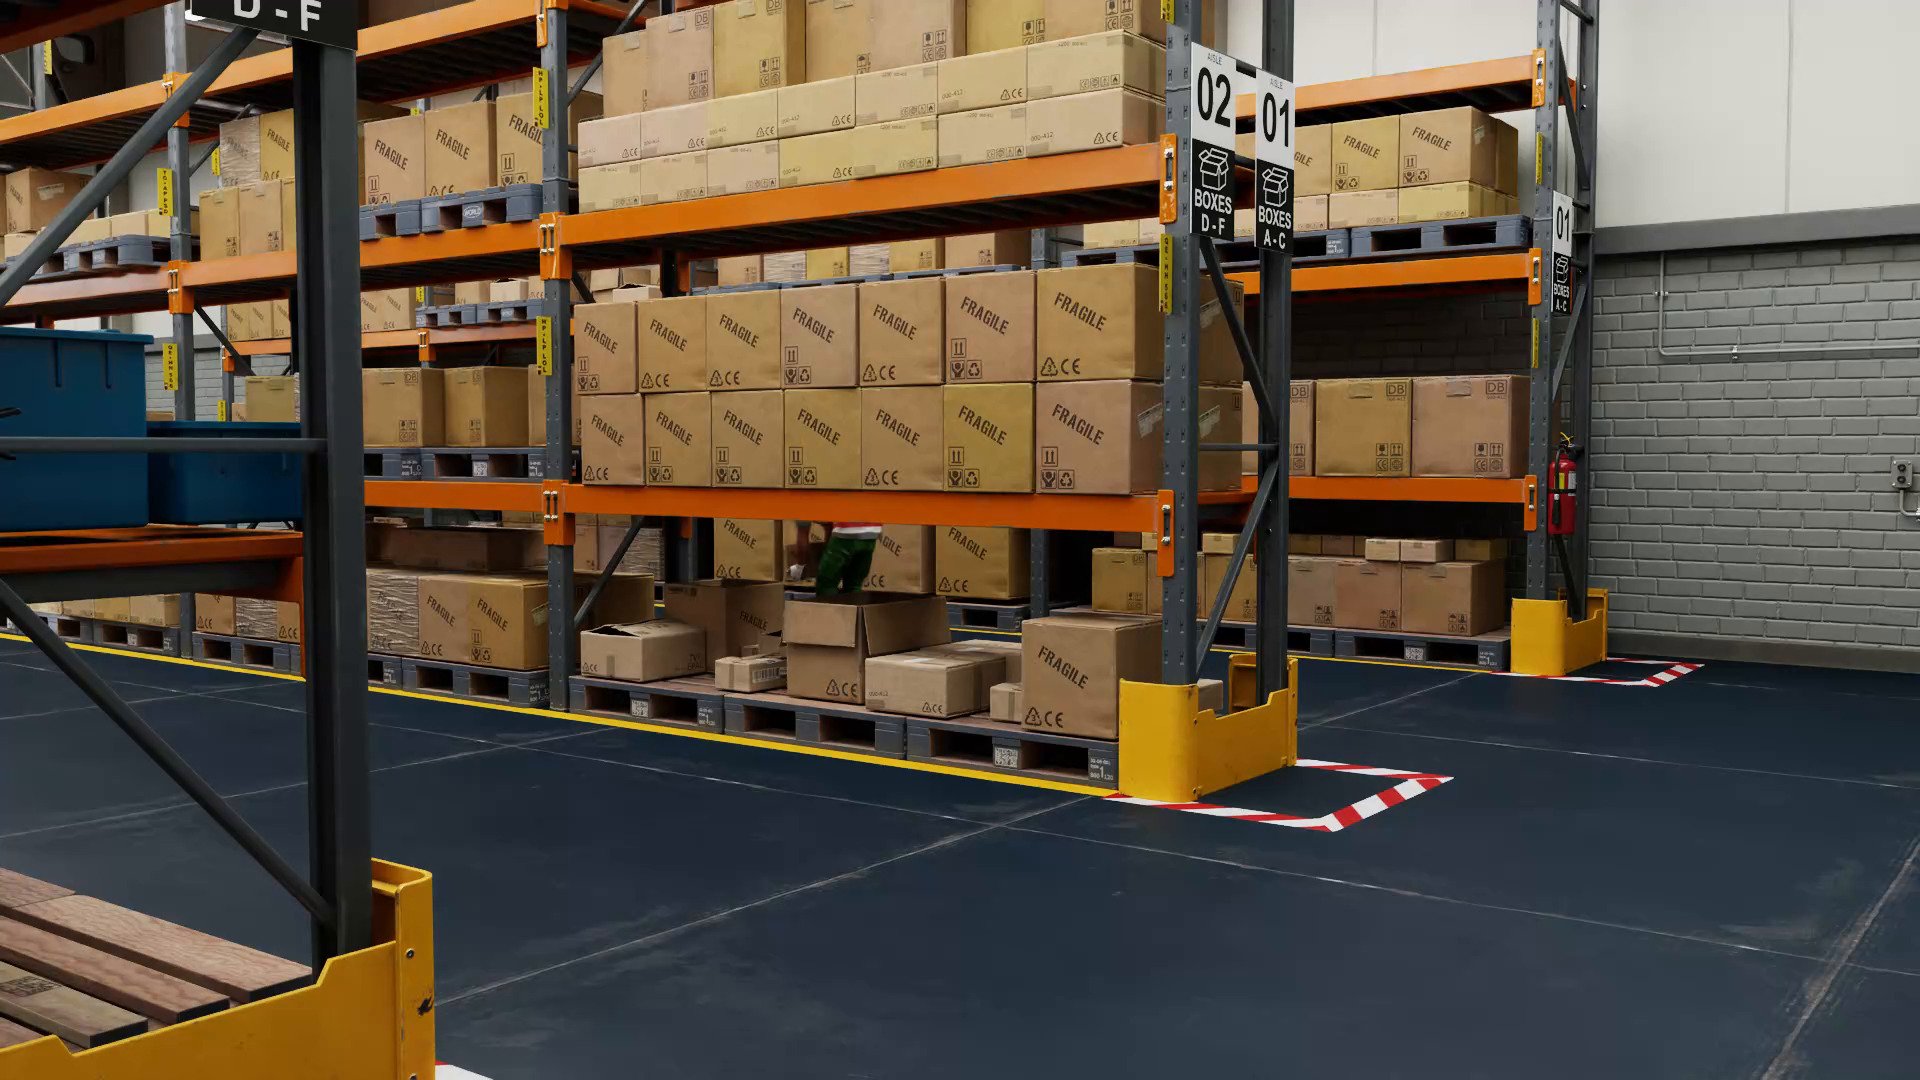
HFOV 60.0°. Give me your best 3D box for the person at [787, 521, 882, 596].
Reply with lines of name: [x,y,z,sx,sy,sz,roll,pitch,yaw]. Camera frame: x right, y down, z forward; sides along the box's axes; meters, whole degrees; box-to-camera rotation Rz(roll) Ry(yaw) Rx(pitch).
person: [-0.989,0.111,12.304,0.872,1.434,0.489,2,4,34]
